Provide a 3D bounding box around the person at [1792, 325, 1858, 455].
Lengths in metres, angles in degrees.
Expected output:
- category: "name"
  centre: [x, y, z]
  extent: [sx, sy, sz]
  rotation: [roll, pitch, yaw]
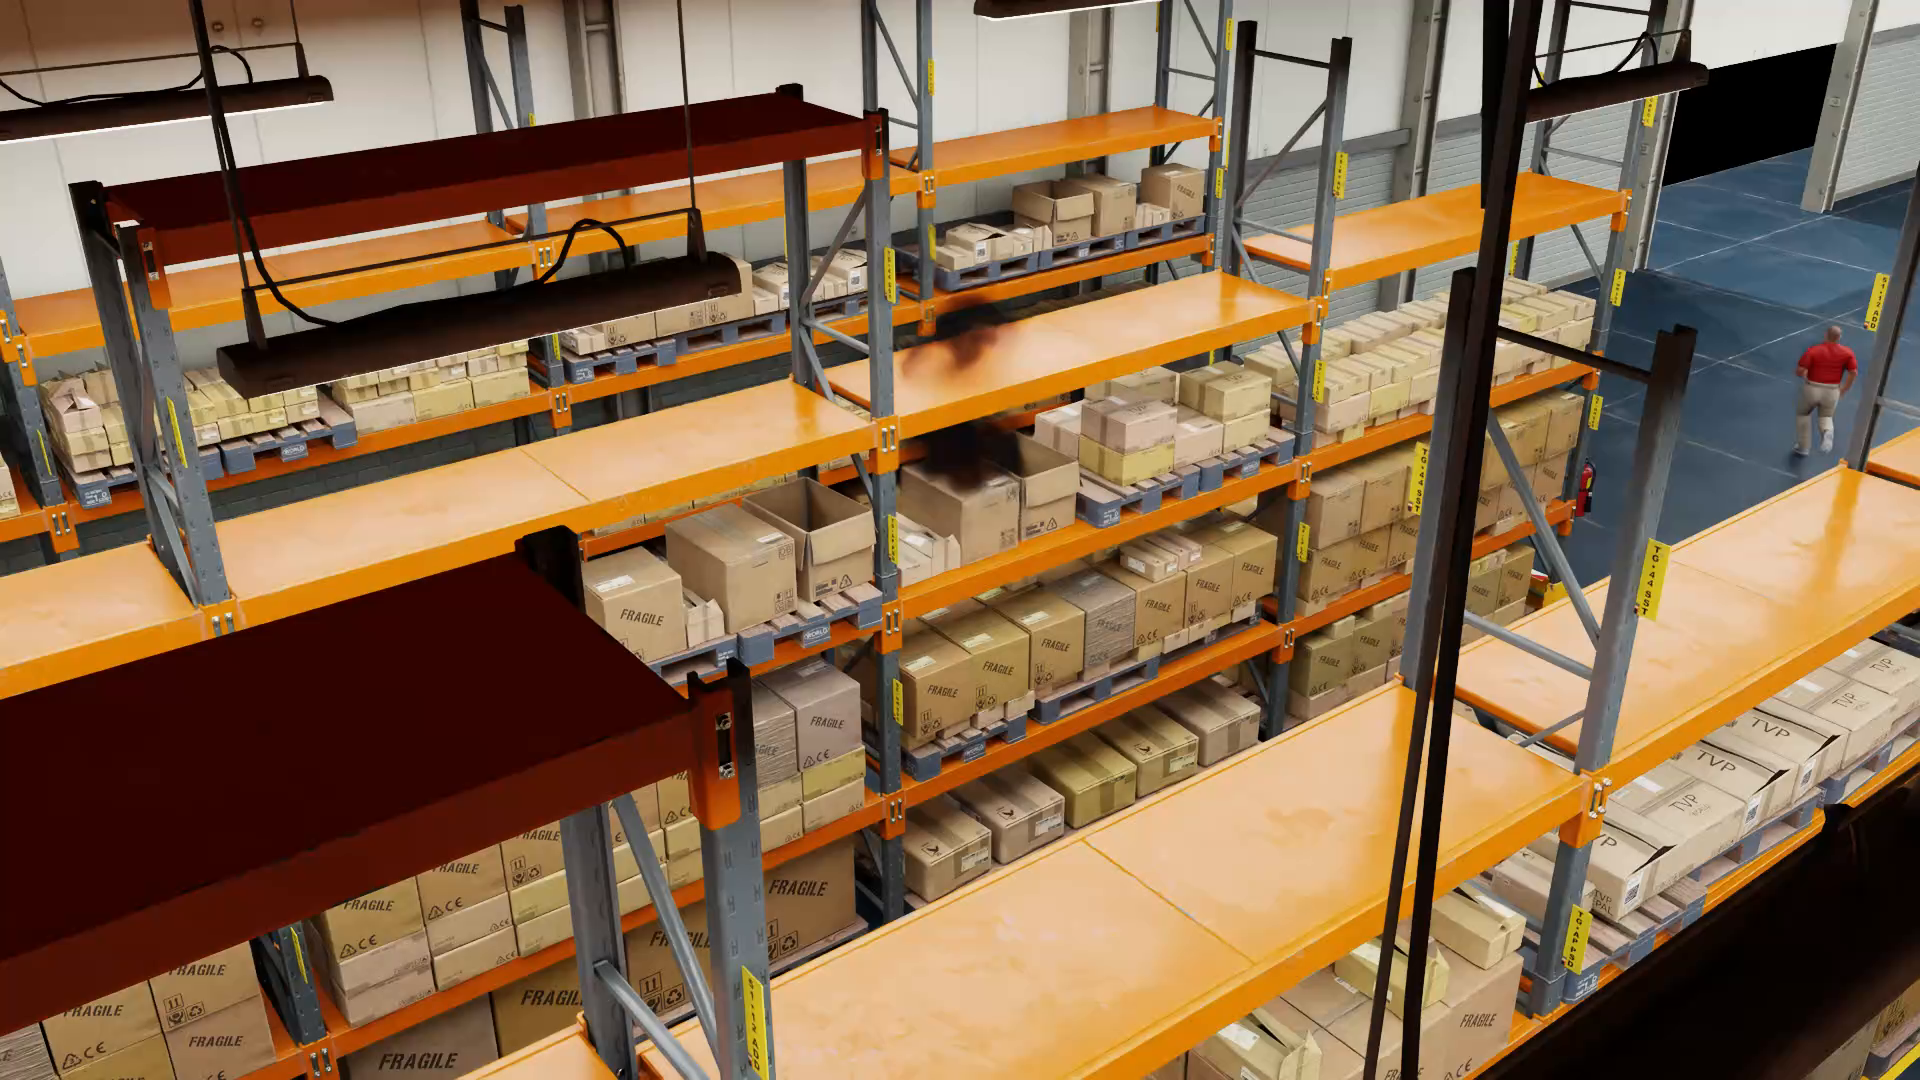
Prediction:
- category: "person"
  centre: [10.248, -1.750, 19.810]
  extent: [0.667, 1.660, 0.608]
  rotation: [8, 27, 16]
